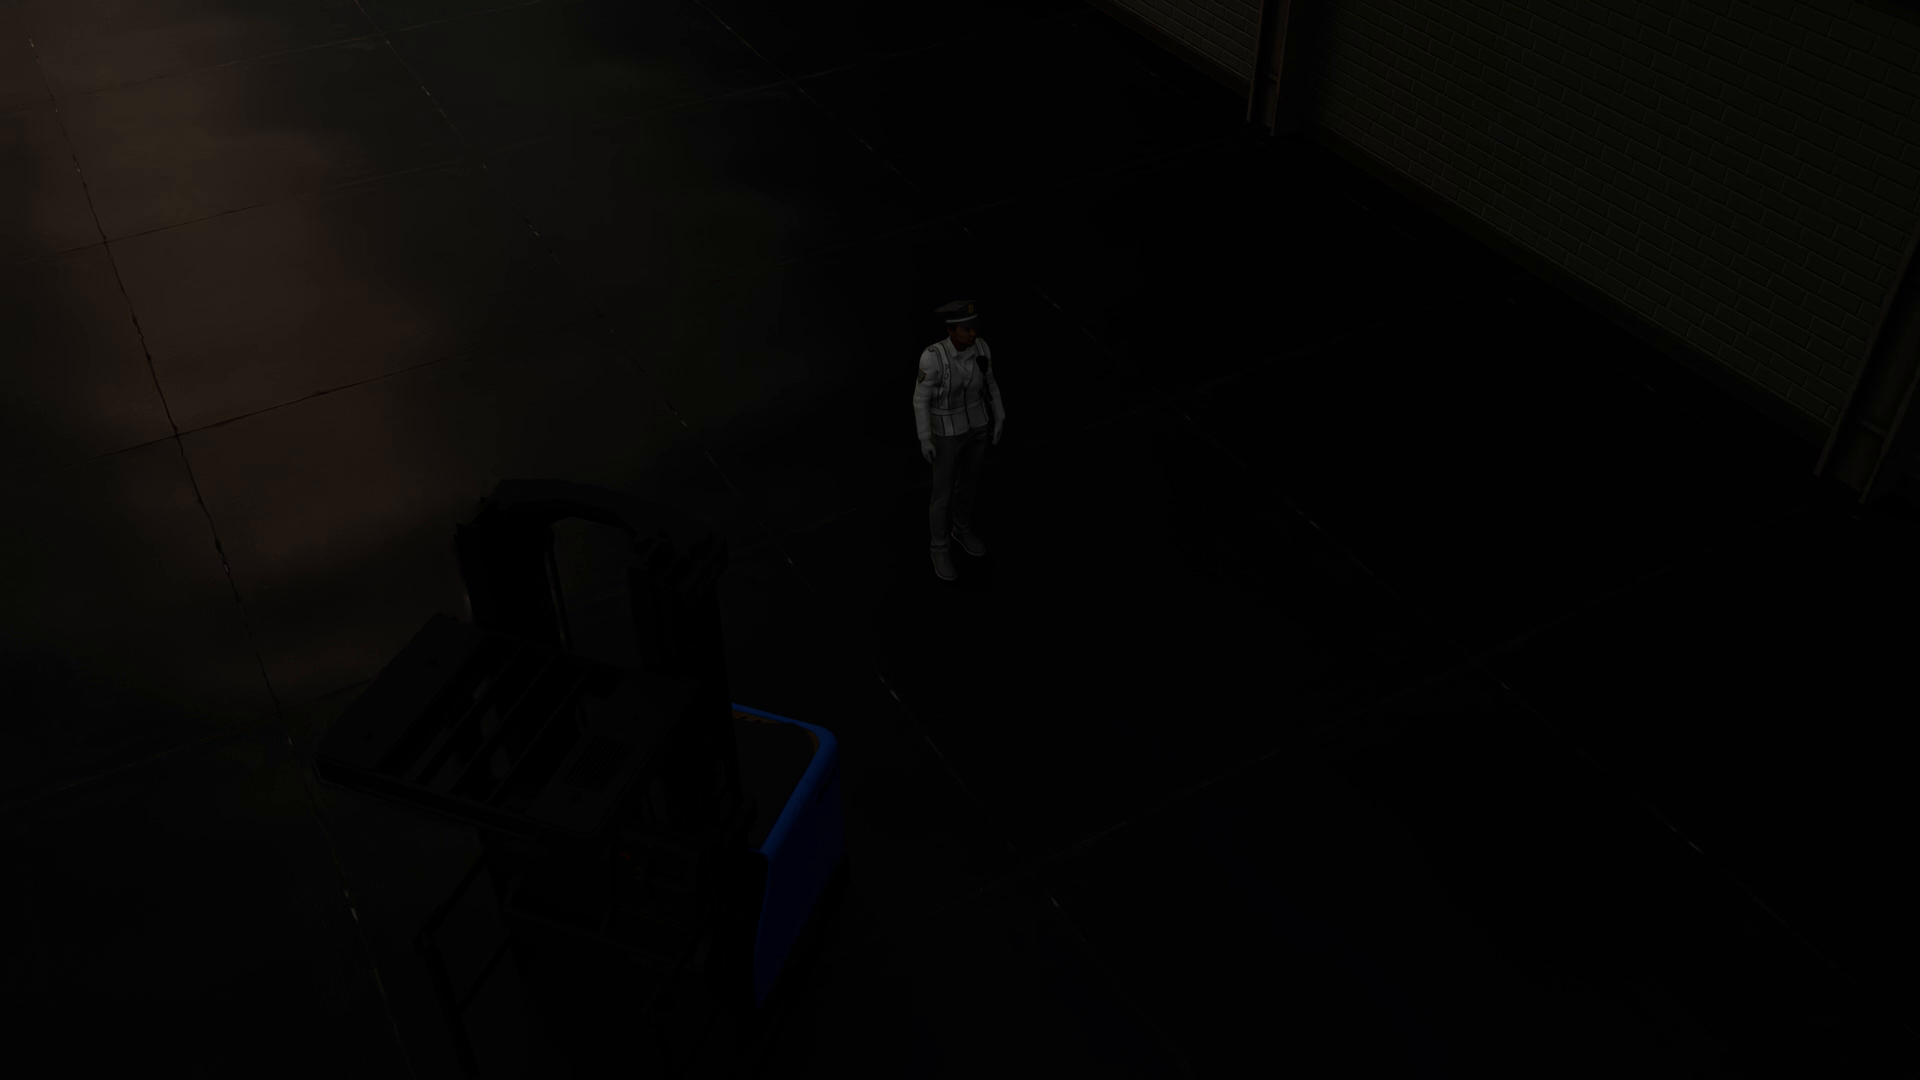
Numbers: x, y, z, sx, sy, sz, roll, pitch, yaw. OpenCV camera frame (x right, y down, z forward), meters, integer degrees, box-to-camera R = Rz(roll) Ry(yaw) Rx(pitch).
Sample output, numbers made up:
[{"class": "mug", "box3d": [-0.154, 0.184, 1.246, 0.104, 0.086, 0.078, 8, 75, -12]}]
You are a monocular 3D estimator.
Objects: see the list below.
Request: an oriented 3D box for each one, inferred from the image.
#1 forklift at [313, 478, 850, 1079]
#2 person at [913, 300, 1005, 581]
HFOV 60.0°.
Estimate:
[{"class": "forklift", "box3d": [-1.521, 1.350, 6.408, 1.130, 2.935, 3.031, 13, 41, 15]}, {"class": "person", "box3d": [0.029, -0.618, 9.738, 0.587, 1.695, 0.531, -20, 44, -23]}]
